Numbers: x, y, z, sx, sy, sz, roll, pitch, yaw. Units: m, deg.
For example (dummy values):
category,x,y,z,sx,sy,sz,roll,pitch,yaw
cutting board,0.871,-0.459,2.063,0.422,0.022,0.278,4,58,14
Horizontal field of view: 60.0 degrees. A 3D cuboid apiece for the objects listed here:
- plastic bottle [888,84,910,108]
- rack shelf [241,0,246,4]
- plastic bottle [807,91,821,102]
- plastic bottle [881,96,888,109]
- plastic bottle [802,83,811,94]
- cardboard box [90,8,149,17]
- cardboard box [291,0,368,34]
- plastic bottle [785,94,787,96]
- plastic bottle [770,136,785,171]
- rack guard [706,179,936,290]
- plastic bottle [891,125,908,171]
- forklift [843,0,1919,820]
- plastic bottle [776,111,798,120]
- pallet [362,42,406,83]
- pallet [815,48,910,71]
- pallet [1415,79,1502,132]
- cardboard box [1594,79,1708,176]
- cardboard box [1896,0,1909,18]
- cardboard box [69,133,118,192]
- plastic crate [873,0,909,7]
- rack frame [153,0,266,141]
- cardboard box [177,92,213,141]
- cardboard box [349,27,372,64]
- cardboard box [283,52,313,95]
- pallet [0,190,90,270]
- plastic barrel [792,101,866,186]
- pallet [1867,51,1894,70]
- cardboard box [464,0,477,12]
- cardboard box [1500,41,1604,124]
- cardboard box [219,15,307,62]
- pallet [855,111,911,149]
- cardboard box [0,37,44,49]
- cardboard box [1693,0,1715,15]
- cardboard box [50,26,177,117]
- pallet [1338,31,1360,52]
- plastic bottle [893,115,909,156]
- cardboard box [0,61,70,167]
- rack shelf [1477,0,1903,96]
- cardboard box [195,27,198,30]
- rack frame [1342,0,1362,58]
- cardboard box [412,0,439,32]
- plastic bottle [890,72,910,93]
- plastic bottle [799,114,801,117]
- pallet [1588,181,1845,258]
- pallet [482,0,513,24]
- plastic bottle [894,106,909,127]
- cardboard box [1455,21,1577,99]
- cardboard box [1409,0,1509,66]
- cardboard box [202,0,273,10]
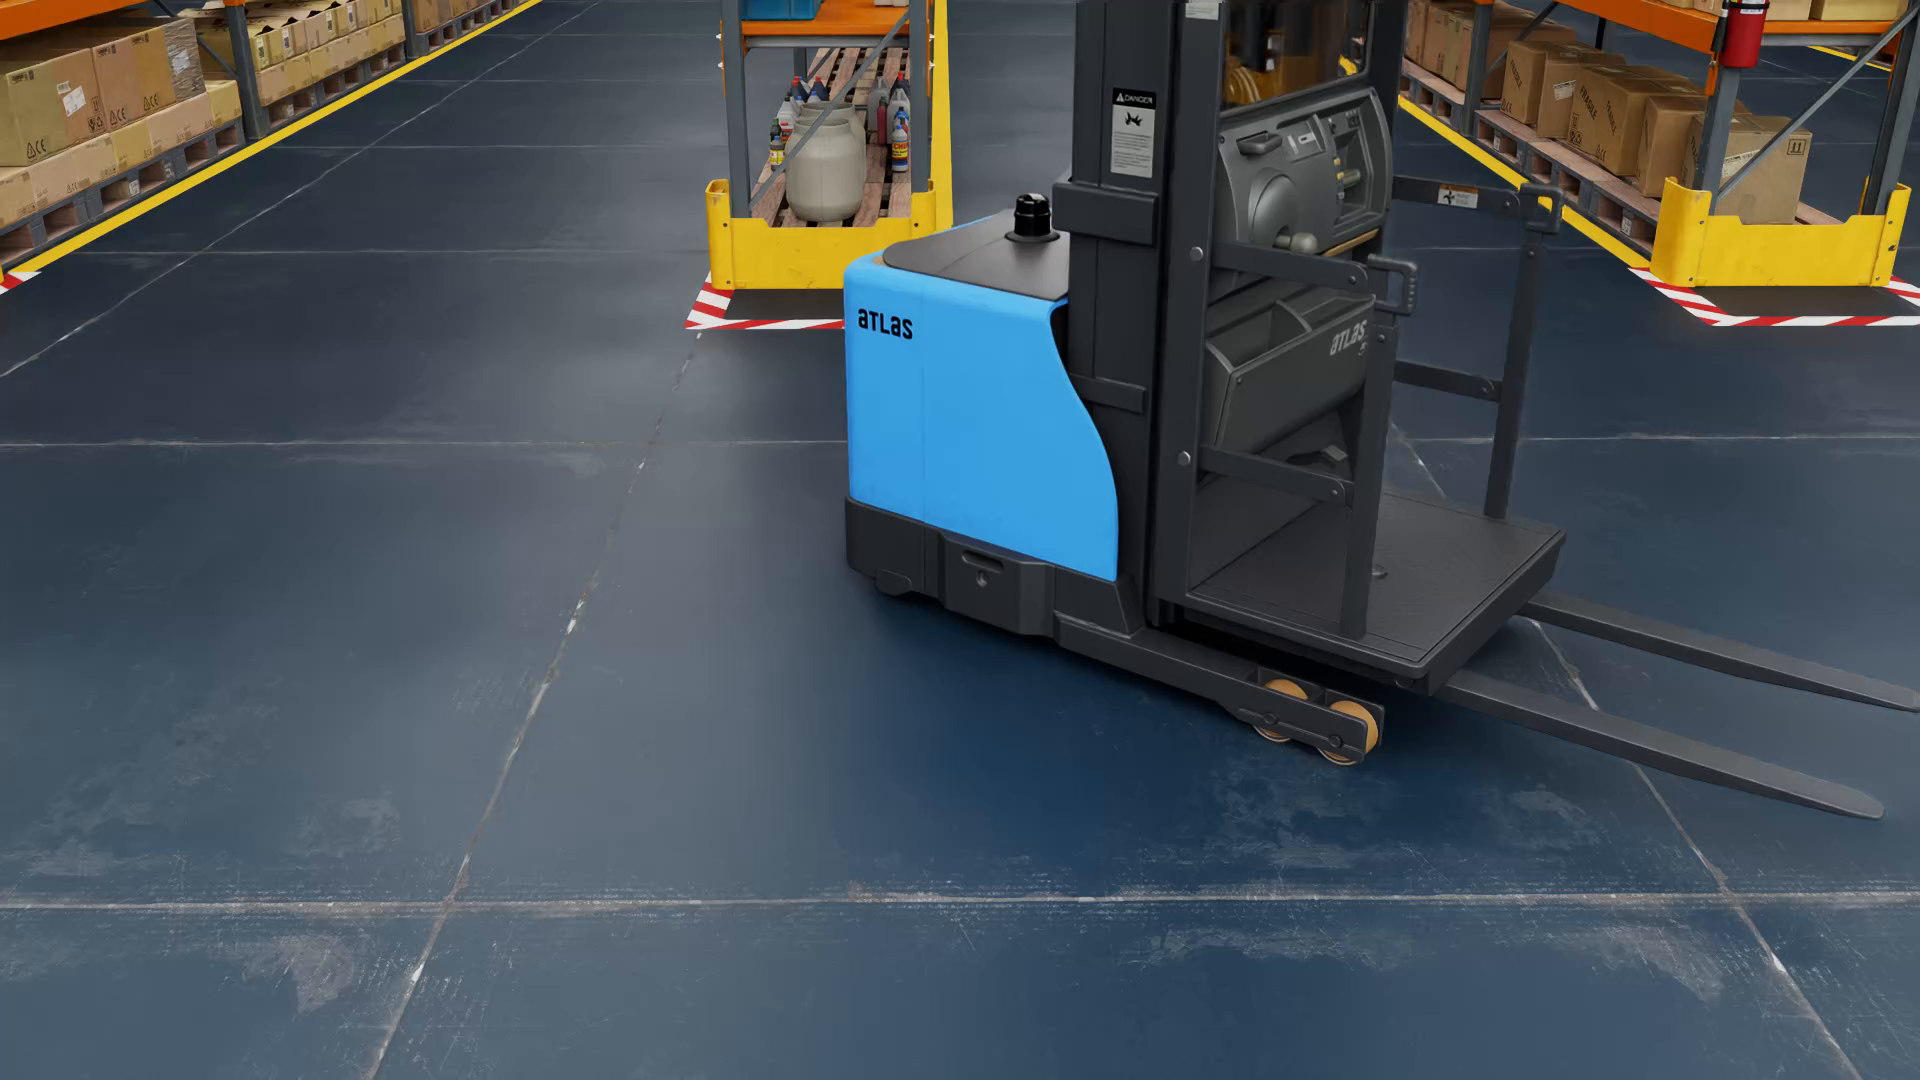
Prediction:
category,x,y,z,sx,sy,sz,roll,pitch,yaw
plastic bottle,-0.407,-2.871,11.139,0.144,0.351,0.185,0,24,-1
rack shelf,-5.683,-4.830,13.662,1.077,0.370,4.000,0,24,-1
plastic bottle,-0.991,-2.918,11.338,0.097,0.271,0.097,0,24,0
plastic bottle,-0.509,-2.830,11.129,0.061,0.283,0.133,0,24,-1
plastic bottle,-1.112,-3.047,11.619,0.152,0.276,0.135,1,24,1
cardboard box,-5.969,-3.421,11.591,0.500,0.500,0.500,0,24,-1
cardboard box,-5.438,-4.539,14.292,0.500,0.311,0.500,0,24,-1
plastic bottle,-1.152,-2.836,11.144,0.061,0.283,0.133,1,24,2
plastic bottle,-1.122,-2.386,10.248,0.097,0.201,0.097,0,24,0
rack guard,-0.712,-1.598,8.677,1.175,0.500,0.348,0,24,-1
plastic bottle,-0.372,-2.412,10.219,0.097,0.271,0.097,0,24,0
forklift,1.107,-0.984,4.370,3.031,2.935,1.130,18,30,34
plastic bottle,-1.099,-2.581,10.589,0.152,0.276,0.135,-1,24,-2
pallet,-5.734,-4.372,15.160,1.003,0.211,1.213,0,24,-1
pallet,-0.782,-4.412,15.250,1.003,0.211,1.213,0,24,-1
pallet,4.235,-3.427,13.070,1.003,0.211,1.213,0,24,-1
cardboard box,4.270,-2.542,10.255,0.500,0.500,0.500,2,24,4
cardboard box,9.079,-4.920,15.209,1.050,0.750,0.750,-1,24,-1
cardboard box,-5.415,-2.258,9.929,0.500,0.250,0.500,0,24,-1
plastic crate,-0.352,-2.956,8.966,0.298,0.136,0.250,0,24,-1
rack frame,-5.661,-4.333,11.691,1.000,3.000,0.127,0,24,-1
cardboard box,-5.442,-2.876,11.295,0.500,0.250,0.500,0,24,-1
cardboard box,-5.443,-4.285,14.411,0.500,0.250,0.500,0,24,1
cardboard box,-5.422,-3.650,13.007,0.500,0.250,0.500,0,24,1
pallet,-5.667,-1.730,9.318,1.003,0.211,1.213,0,24,-1
plastic barrel,-0.753,-2.241,9.575,0.421,0.512,0.421,0,24,0
pallet,9.095,-4.410,15.244,1.003,0.211,1.213,0,24,-1
cardboard box,-5.446,-5.869,17.587,0.500,0.500,0.500,-1,24,-2
cardboard box,4.209,-3.264,11.850,0.500,0.500,0.500,-1,24,-2
cardboard box,-5.416,-3.905,12.891,0.500,0.311,0.500,-1,24,-1
pallet,-0.742,-2.807,11.700,1.003,0.211,1.213,0,24,-1
cardboard box,-5.950,-2.803,10.225,0.500,0.500,0.500,0,24,-1
cardboard box,4.077,-2.833,8.679,0.380,0.149,0.250,0,24,-1
cardboard box,-5.434,-3.011,10.685,0.500,0.500,0.500,0,24,-1
pallet,4.268,-5.079,16.724,1.003,0.211,1.213,0,24,-1
plastic bottle,-0.376,-2.553,10.532,0.097,0.271,0.097,0,24,0
cardboard box,-5.408,-2.393,9.319,0.500,0.500,0.500,0,24,-1
rack shelf,4.267,-3.225,10.112,1.077,0.370,4.000,0,24,-1
cardboard box,-5.952,-3.693,12.422,0.500,0.311,0.500,0,24,-1
rack frame,4.201,-6.025,15.431,1.000,3.000,0.127,0,24,-1
cardboard box,-5.424,-5.232,16.178,0.500,0.500,0.500,1,24,2
plastic bottle,-0.412,-3.084,11.609,0.144,0.351,0.185,-1,24,-2
plastic bottle,-0.991,-2.528,10.462,0.061,0.283,0.133,0,24,-1
pallet,4.314,-1.824,9.526,1.003,0.211,1.213,0,24,-1
pallet,-5.701,-6.024,18.814,1.003,0.211,1.213,0,24,-1
plastic bottle,-0.379,-2.678,10.807,0.097,0.271,0.097,0,24,0
cardboard box,4.260,-3.691,12.771,0.700,0.500,0.500,-2,24,-5
cardboard box,4.261,-4.348,14.223,0.700,0.500,0.500,2,24,4
cardboard box,-5.969,-4.320,13.809,0.500,0.311,0.500,-1,24,-1
